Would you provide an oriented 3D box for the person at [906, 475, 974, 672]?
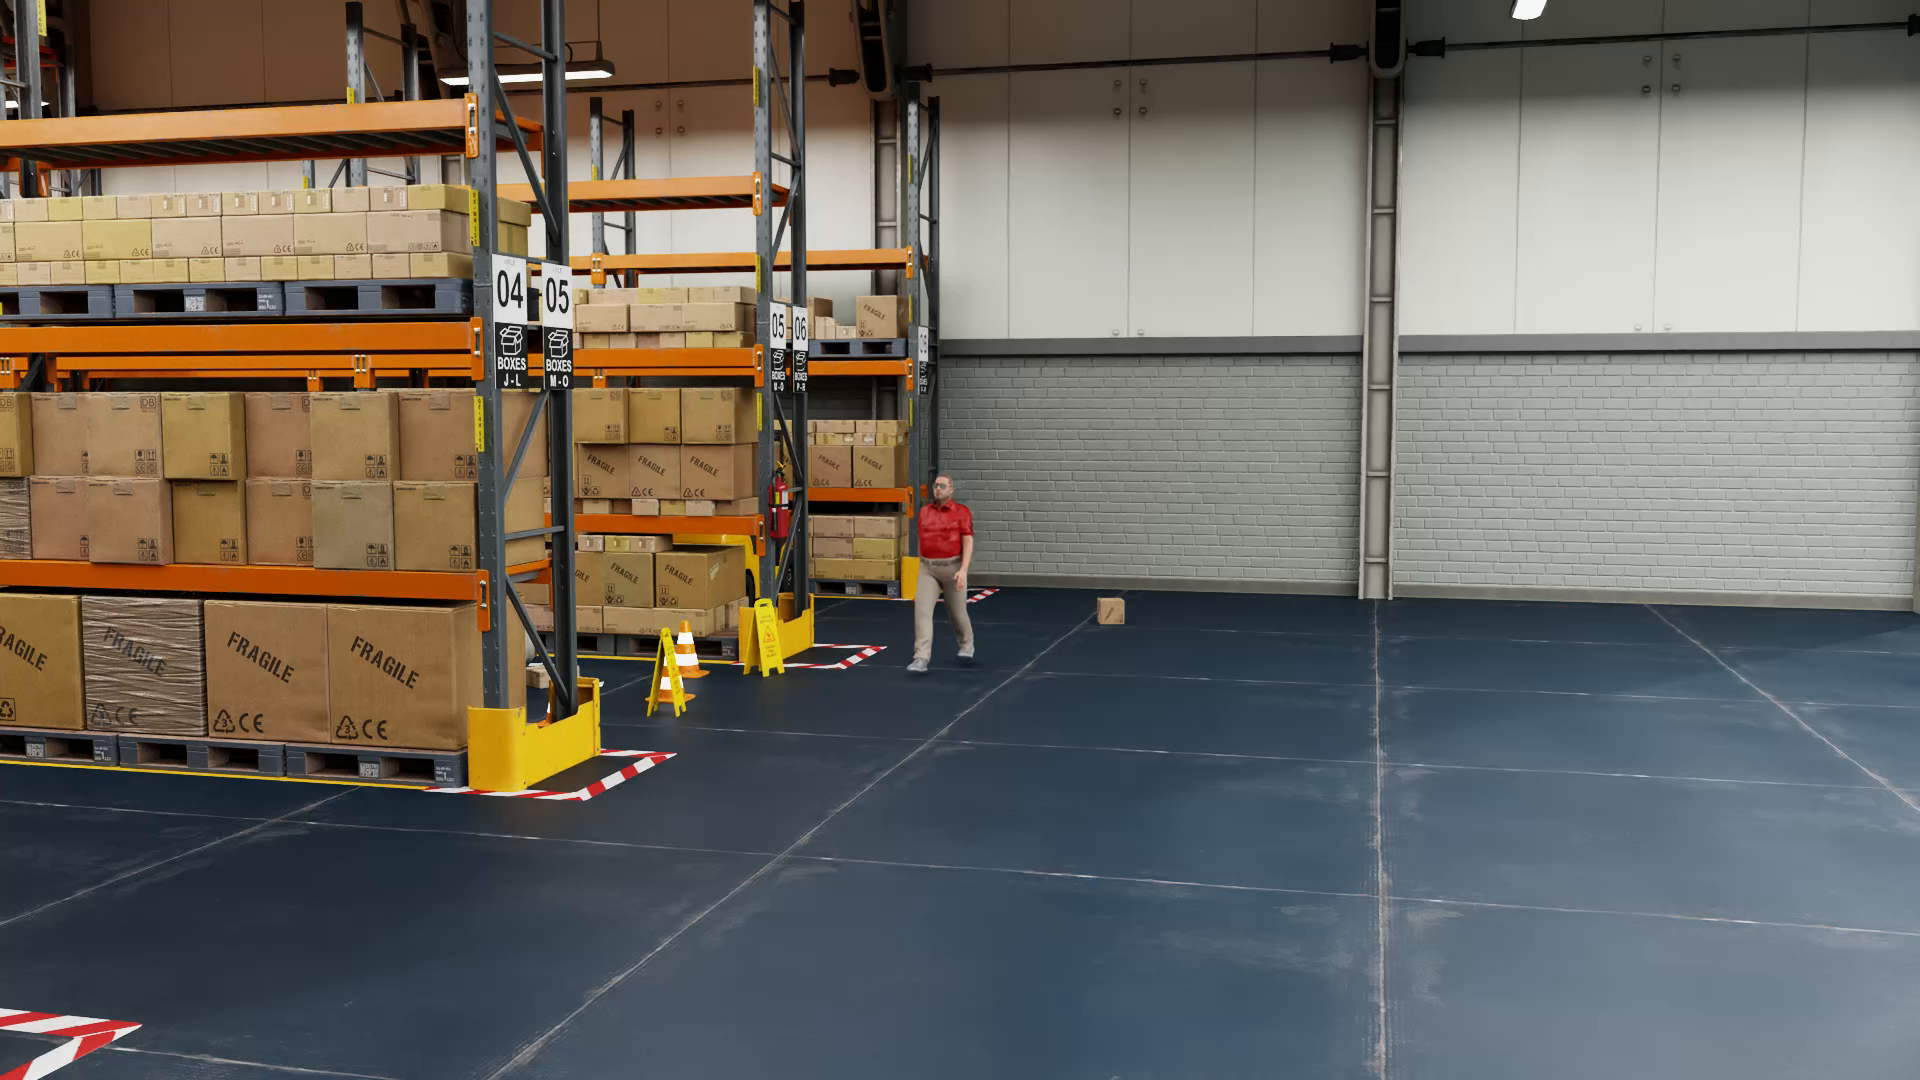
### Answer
[{"bbox_3d":[-0.148,0.274,14.373,0.540,1.674,1.033,2,5,18],"label":"person"}]
